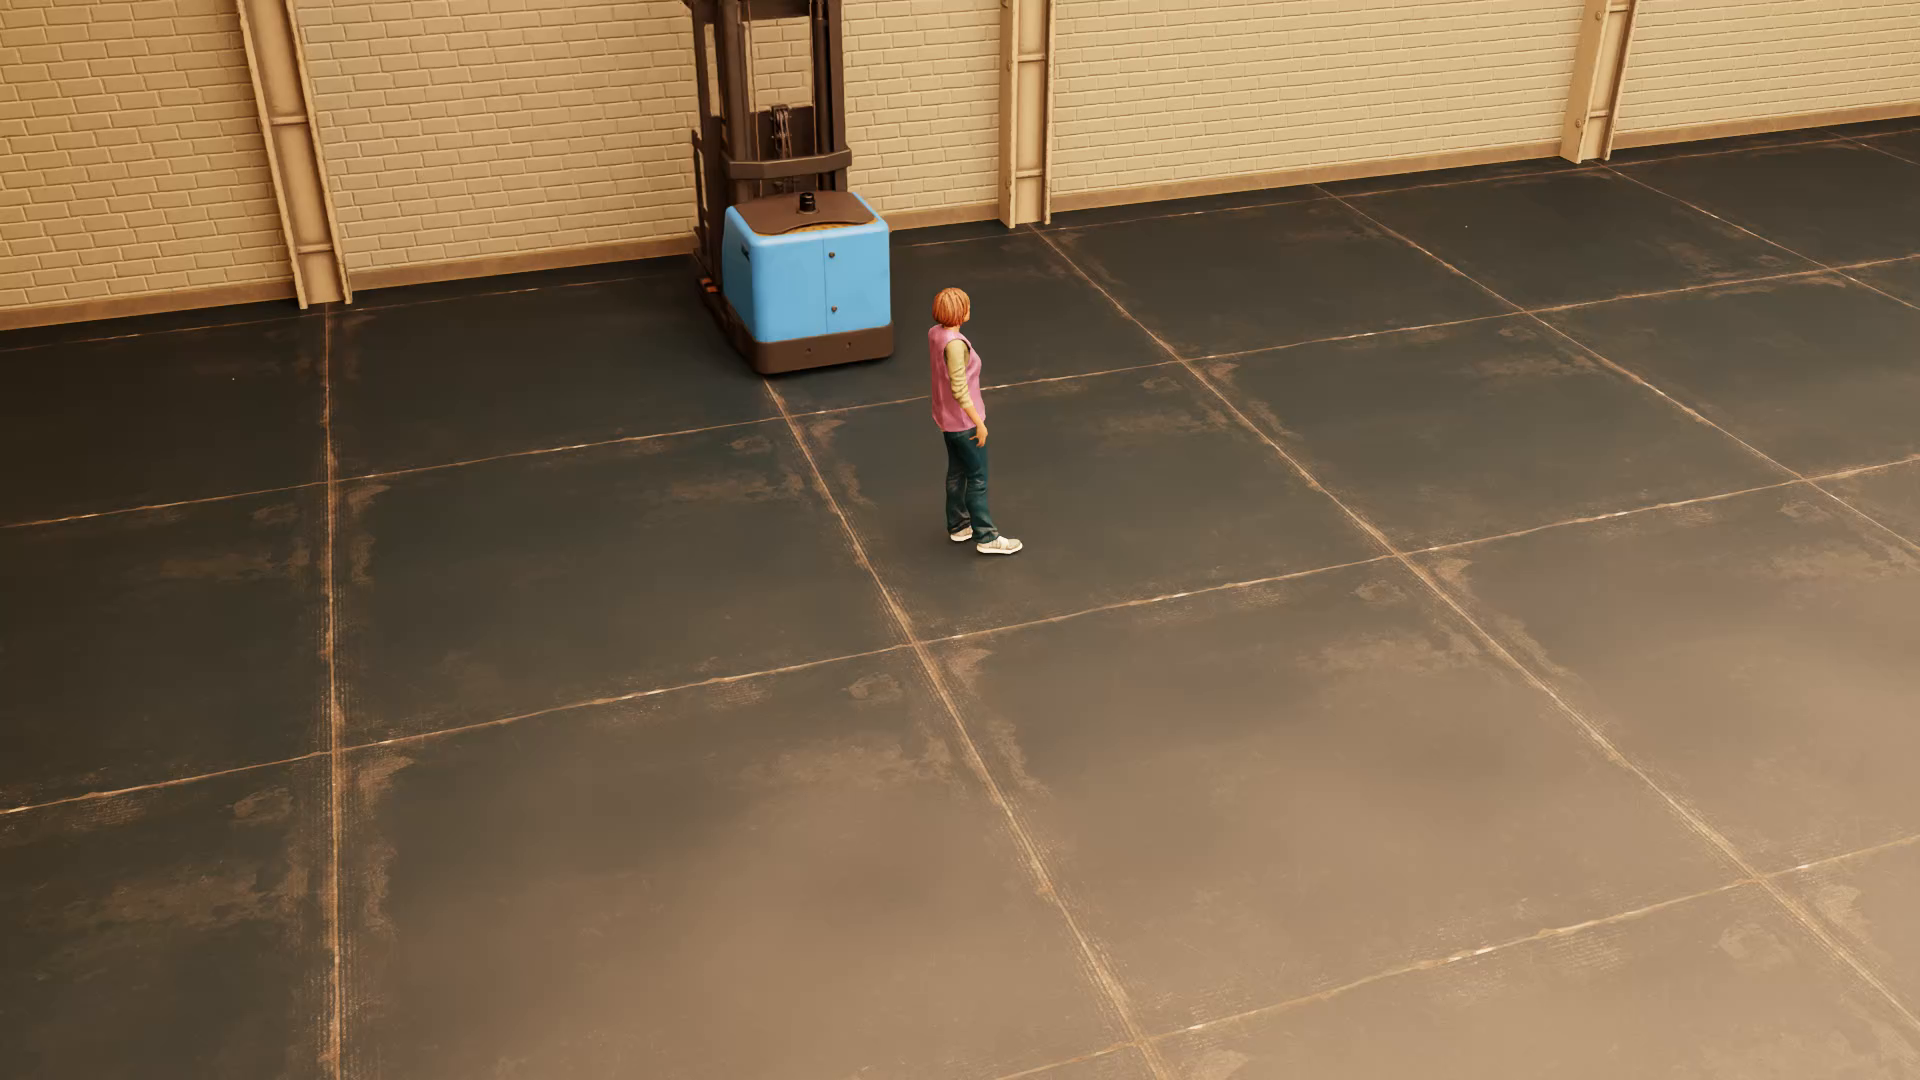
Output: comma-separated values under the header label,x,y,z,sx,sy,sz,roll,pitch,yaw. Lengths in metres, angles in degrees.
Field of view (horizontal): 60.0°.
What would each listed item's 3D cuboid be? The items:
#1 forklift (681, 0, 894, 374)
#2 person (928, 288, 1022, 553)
label,x,y,z,sx,sy,sz,roll,pitch,yaw
forklift,-1.479,-3.185,12.623,1.130,2.935,3.031,-10,32,-18
person,0.075,-0.664,9.656,0.473,1.507,0.521,-10,31,-16
